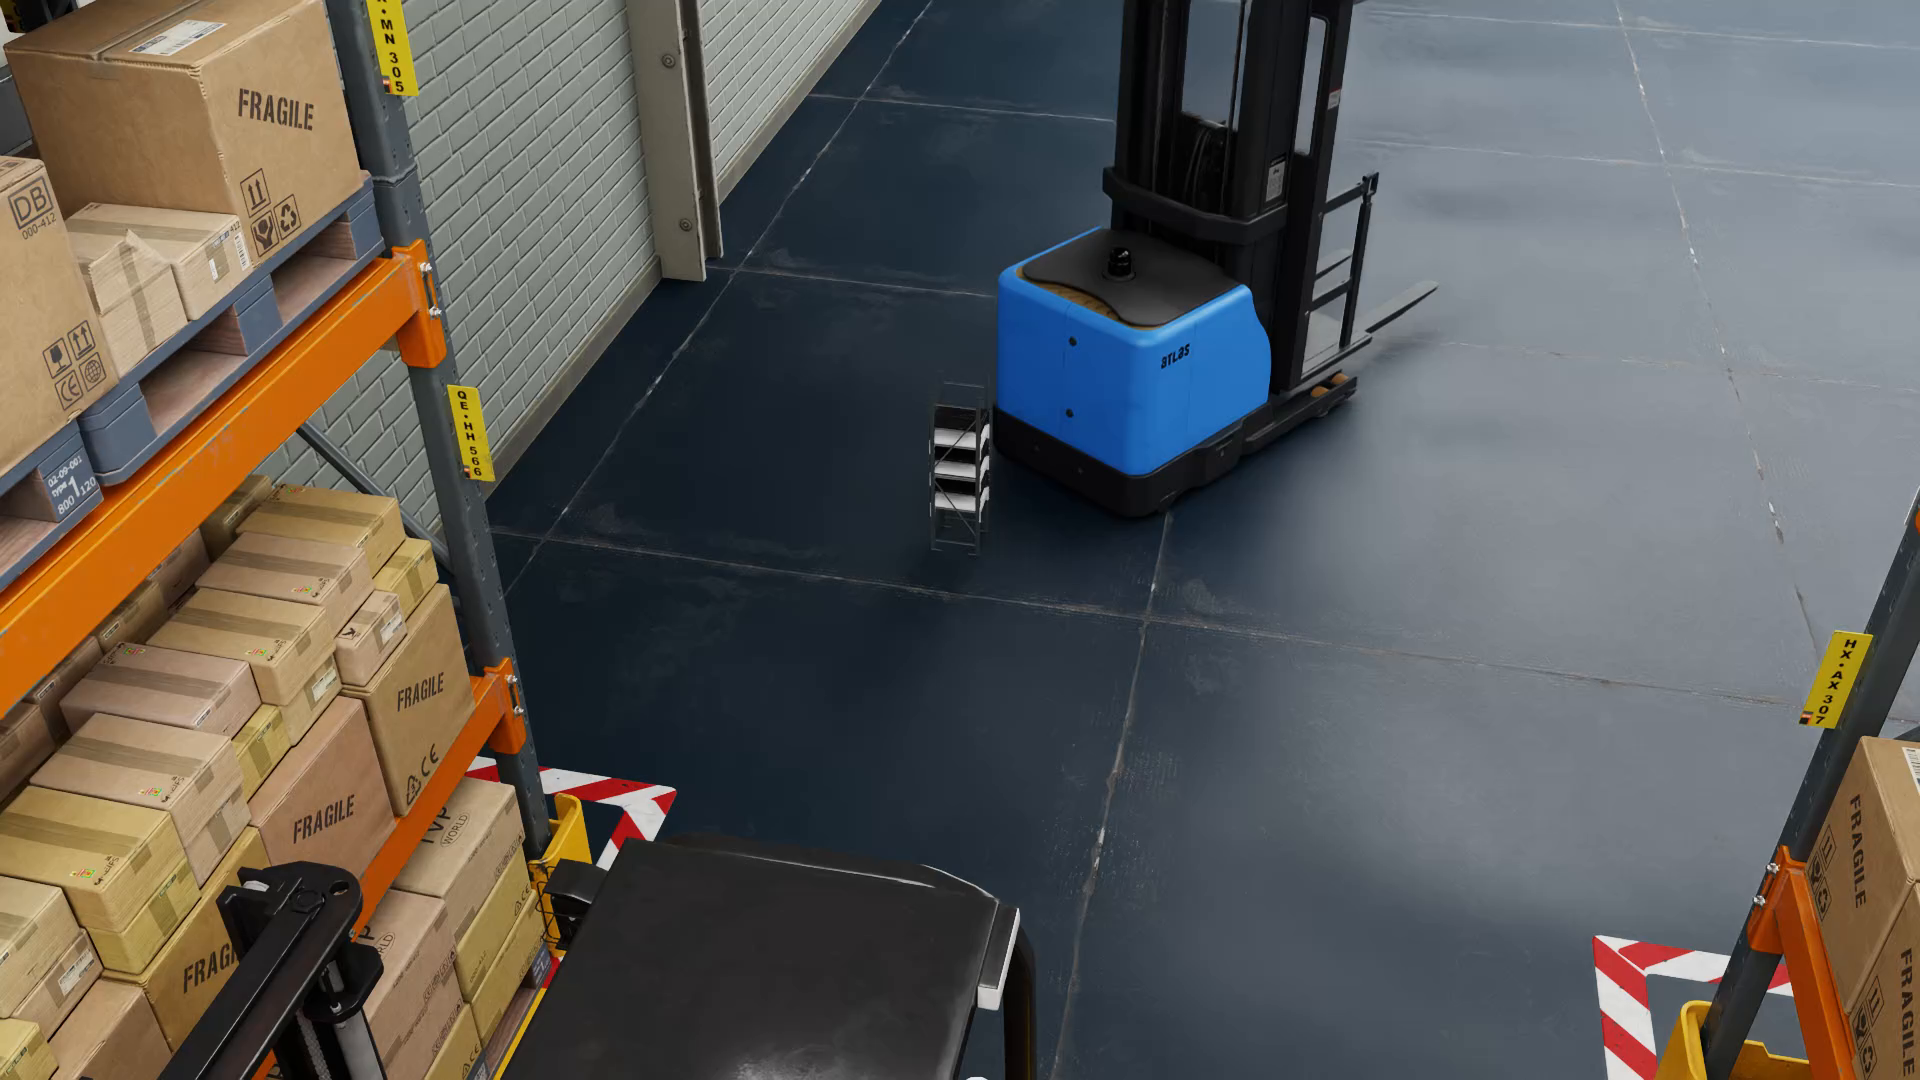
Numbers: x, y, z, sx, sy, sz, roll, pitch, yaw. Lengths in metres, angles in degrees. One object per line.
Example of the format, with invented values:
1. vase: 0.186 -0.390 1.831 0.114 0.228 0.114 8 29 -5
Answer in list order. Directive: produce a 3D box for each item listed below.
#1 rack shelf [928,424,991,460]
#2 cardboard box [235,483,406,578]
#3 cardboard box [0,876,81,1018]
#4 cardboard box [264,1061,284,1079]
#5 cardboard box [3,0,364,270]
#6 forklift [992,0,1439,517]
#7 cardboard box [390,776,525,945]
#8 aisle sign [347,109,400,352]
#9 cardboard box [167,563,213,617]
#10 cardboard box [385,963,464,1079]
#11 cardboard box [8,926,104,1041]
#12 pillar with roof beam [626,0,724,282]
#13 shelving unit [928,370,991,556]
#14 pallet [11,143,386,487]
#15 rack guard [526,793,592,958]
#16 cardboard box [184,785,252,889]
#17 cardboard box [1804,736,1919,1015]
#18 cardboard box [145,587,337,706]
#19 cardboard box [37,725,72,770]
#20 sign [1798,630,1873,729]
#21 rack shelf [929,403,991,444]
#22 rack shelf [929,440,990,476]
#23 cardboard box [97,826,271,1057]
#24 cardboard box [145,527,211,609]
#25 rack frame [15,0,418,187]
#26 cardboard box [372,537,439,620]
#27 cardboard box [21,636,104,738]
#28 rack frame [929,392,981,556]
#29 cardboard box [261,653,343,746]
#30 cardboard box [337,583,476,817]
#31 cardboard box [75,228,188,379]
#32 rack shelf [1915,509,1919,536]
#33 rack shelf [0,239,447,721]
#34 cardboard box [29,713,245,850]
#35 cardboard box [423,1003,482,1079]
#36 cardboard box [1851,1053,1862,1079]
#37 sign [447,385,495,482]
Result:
1. rack shelf: -0.002 -0.478 7.893 0.258 0.077 0.200 7 37 10
2. cardboard box: -1.852 -0.018 4.827 0.380 0.149 0.250 7 37 10
3. cardboard box: -2.174 0.862 3.613 0.380 0.149 0.250 8 37 11
4. cardboard box: -1.976 1.599 4.620 0.500 0.250 0.500 8 37 11
5. cardboard box: -1.838 -1.007 4.000 0.500 0.500 0.500 8 37 11
6. forklift: 1.572 -2.060 8.594 3.031 2.935 1.130 -30 46 -35
7. cardboard box: -1.775 1.015 5.426 0.500 0.250 0.500 8 37 12
8. aisle sign: -1.680 -0.880 4.692 0.394 0.787 0.004 7 37 10
9. cardboard box: -2.298 0.182 4.805 0.380 0.149 0.250 7 37 10
10. cardboard box: -1.898 1.519 5.157 0.500 0.250 0.500 7 37 10
11. cardboard box: -2.173 0.975 3.711 0.380 0.149 0.250 7 37 10
12. pillar with roof beam: 2.477 -4.869 7.300 9.100 9.000 0.400 7 37 10
13. shelving unit: -0.002 -0.360 7.980 0.258 0.900 0.210 7 37 10
14. pallet: -2.158 -0.603 4.045 1.003 0.211 1.213 7 37 10
15. rack guard: -1.976 1.172 6.207 1.175 0.500 0.348 7 37 10
16. cardboard box: -1.997 0.696 4.096 0.380 0.149 0.250 6 36 8
17. cardboard box: 2.496 0.870 4.155 0.500 0.500 0.500 7 36 9
18. cardboard box: -1.904 0.281 4.415 0.380 0.149 0.250 8 37 11
19. cardboard box: -2.475 0.473 4.404 0.380 0.149 0.250 6 36 8
20. sign: 2.338 0.375 4.438 0.100 0.325 0.005 7 37 10
21. rack shelf: -0.002 -0.551 7.841 0.258 0.077 0.200 7 37 10
22. rack shelf: -0.002 -0.406 7.946 0.258 0.077 0.200 7 37 10
23. cardboard box: -2.059 1.039 4.176 0.500 0.500 0.500 7 36 9
24. cardboard box: -2.380 0.061 4.719 0.380 0.149 0.250 9 37 12
25. rack frame: -1.981 -2.255 3.694 1.000 3.000 0.127 7 37 10
26. cardboard box: -1.782 0.105 4.912 0.380 0.149 0.250 8 37 11
27. cardboard box: -2.461 0.355 4.313 0.380 0.149 0.250 8 37 10
28. rack frame: -0.023 -0.301 7.899 0.240 0.900 0.006 7 37 10
29. cardboard box: -1.923 0.396 4.510 0.380 0.149 0.250 8 37 11
30. cardboard box: -1.830 0.448 4.990 0.500 0.500 0.500 7 36 9
31. cardboard box: -1.916 -0.538 3.552 0.396 0.266 0.258 7 37 10
32. rack shelf: 2.441 1.017 2.347 1.077 0.370 4.000 7 37 10
33. rack shelf: -2.409 0.397 3.203 1.077 0.370 4.000 7 37 10
34. cardboard box: -1.977 0.577 4.006 0.380 0.149 0.250 8 37 11
35. cardboard box: -1.889 1.710 5.320 0.500 0.250 0.500 7 37 10
36. cardboard box: 2.418 1.353 4.041 0.380 0.149 0.250 6 36 8
37. sign: -1.454 -0.315 4.940 0.100 0.325 0.005 7 37 10
